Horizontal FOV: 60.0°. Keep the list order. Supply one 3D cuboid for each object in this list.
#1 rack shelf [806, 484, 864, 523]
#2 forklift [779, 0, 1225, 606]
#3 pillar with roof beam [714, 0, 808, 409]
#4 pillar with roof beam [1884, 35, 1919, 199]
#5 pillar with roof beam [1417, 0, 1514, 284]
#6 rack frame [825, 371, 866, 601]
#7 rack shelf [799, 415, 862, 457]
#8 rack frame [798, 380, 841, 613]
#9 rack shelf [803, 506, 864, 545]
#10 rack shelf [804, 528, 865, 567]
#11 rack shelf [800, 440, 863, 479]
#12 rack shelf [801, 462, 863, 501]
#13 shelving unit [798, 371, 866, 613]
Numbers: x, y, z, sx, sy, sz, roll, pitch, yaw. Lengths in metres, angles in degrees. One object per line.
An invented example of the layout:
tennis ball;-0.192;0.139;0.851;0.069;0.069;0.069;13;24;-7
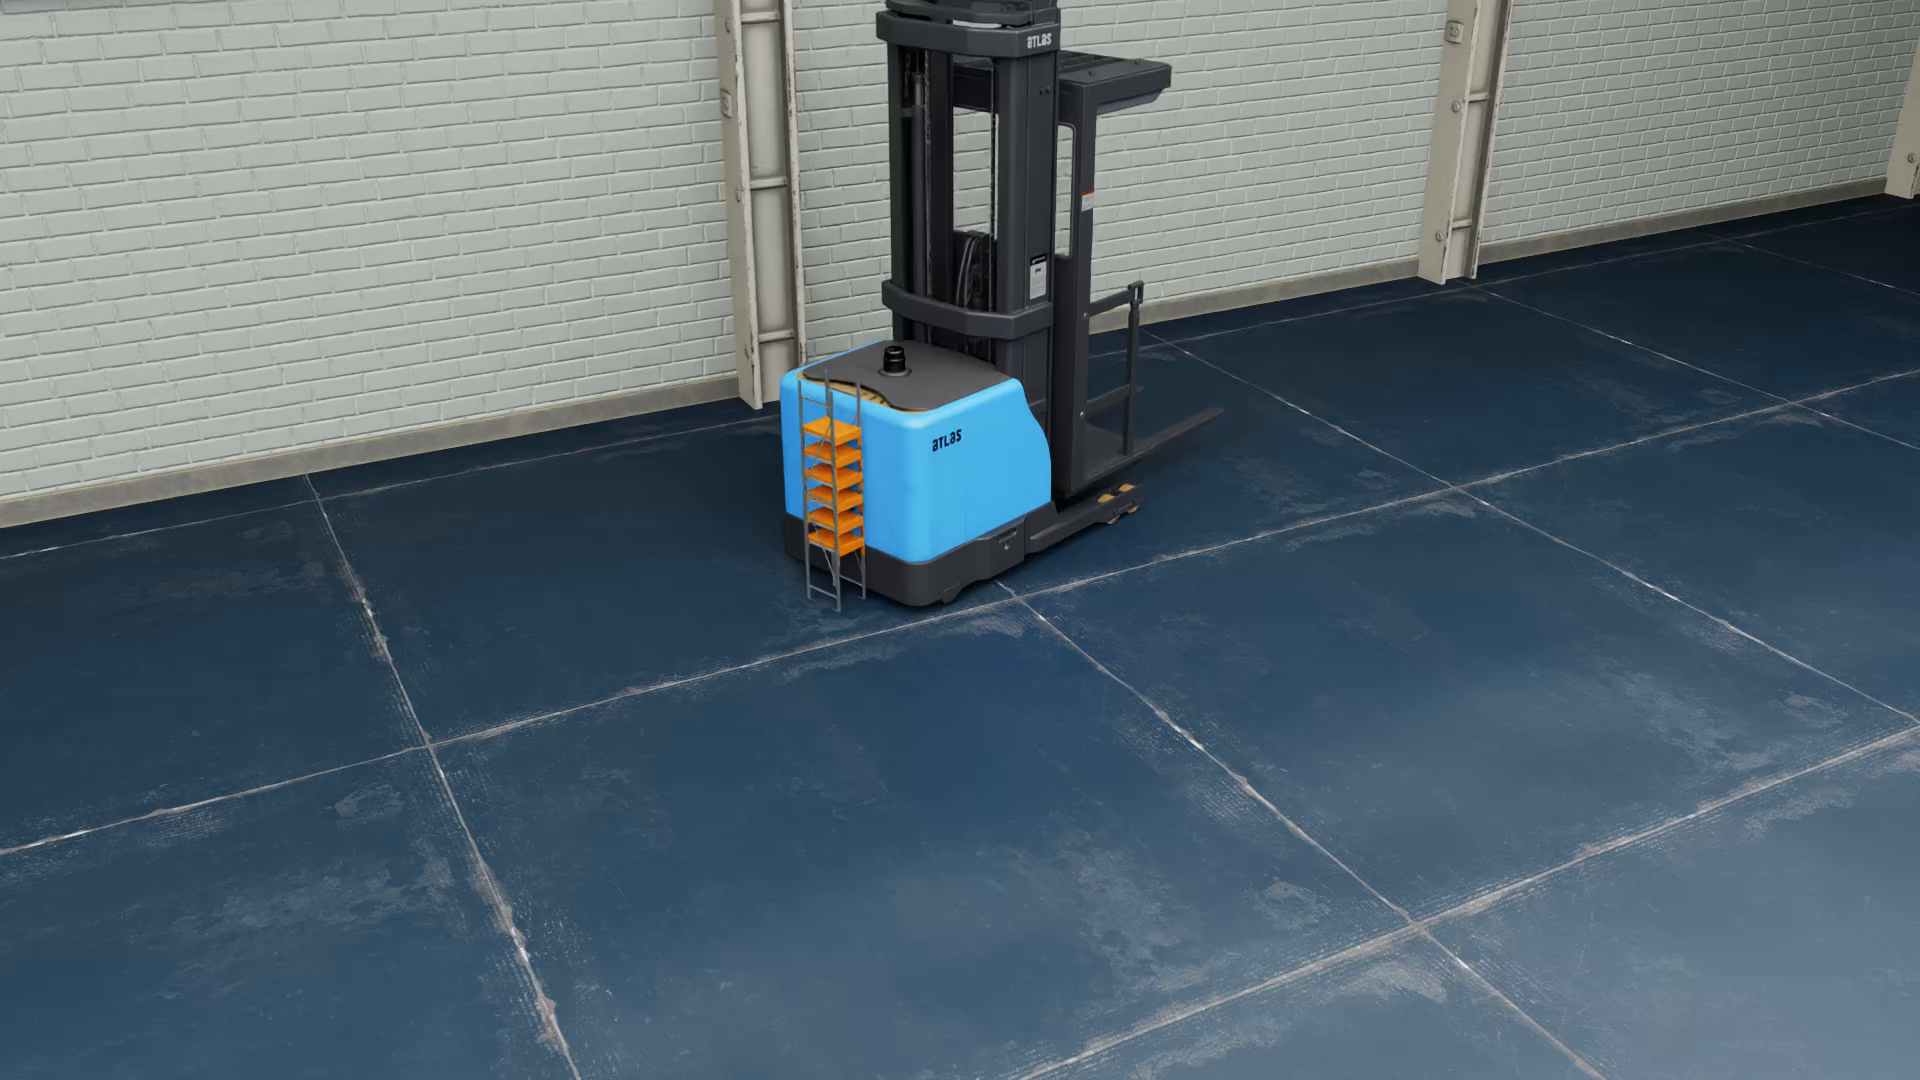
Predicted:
rack shelf;-0.639;-0.192;8.367;0.258;0.103;0.180;21;33;37
forklift;0.408;-1.544;9.079;1.130;2.935;3.031;21;33;37
pillar with roof beam;0.763;-3.380;5.892;0.400;9.000;9.100;-13;29;-25
pillar with roof beam;11.352;-5.824;10.983;0.400;9.000;9.100;-13;29;-25
pillar with roof beam;6.057;-4.602;8.438;0.400;9.000;9.100;-13;29;-25
rack frame;-0.578;-0.262;8.409;0.240;1.200;0.006;21;33;37
rack shelf;-0.639;-0.517;8.211;0.258;0.103;0.180;21;33;37
rack frame;-0.699;-0.203;8.286;0.240;1.200;0.006;21;33;37
rack shelf;-0.639;-0.084;8.419;0.258;0.103;0.180;21;33;37
rack shelf;-0.639;0.024;8.471;0.258;0.103;0.180;21;33;37
rack shelf;-0.639;-0.409;8.263;0.258;0.103;0.180;21;33;37
rack shelf;-0.639;-0.300;8.315;0.258;0.103;0.180;21;33;37
shelving unit;-0.639;-0.232;8.347;0.258;1.200;0.189;21;33;37
